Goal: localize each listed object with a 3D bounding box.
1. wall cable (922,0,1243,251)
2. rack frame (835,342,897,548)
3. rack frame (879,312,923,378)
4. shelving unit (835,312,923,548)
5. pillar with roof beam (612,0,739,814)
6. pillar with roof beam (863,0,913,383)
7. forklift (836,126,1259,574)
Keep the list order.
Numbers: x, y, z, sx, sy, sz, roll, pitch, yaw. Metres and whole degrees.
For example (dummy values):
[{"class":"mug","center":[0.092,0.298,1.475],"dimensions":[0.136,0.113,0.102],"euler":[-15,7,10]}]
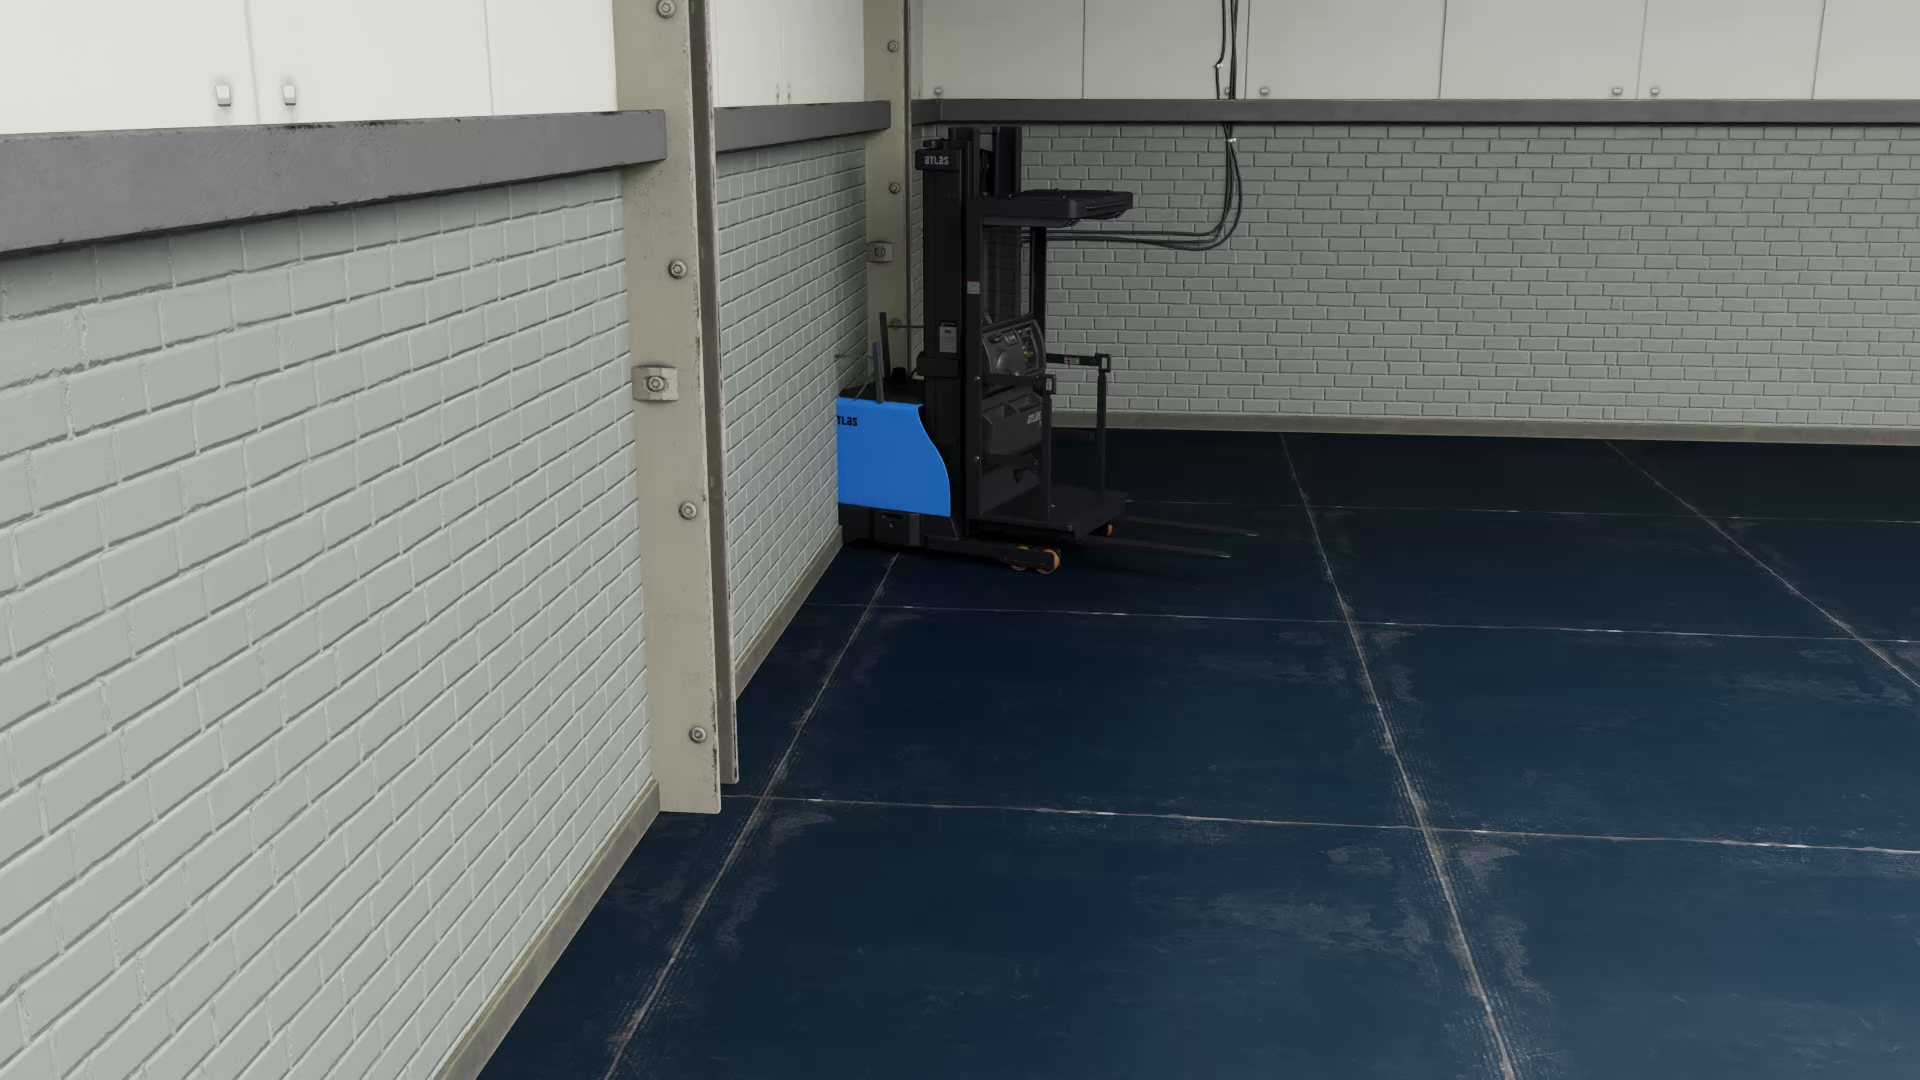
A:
[{"class":"wall cable","center":[1.093,-3.938,15.435],"dimensions":[3.097,2.526,0.112],"euler":[2,15,6]},{"class":"rack frame","center":[-0.741,-0.673,11.827],"dimensions":[0.500,1.500,0.032],"euler":[4,20,24]},{"class":"rack frame","center":[-0.325,-0.991,12.699],"dimensions":[0.500,1.500,0.032],"euler":[4,20,24]},{"class":"shelving unit","center":[-0.533,-0.832,12.263],"dimensions":[0.538,1.500,1.048],"euler":[4,20,24]},{"class":"pillar with roof beam","center":[3.047,-3.029,6.124],"dimensions":[9.100,9.000,0.400],"euler":[2,15,6]},{"class":"pillar with roof beam","center":[3.724,-4.585,11.879],"dimensions":[9.100,9.000,0.400],"euler":[2,15,6]},{"class":"forklift","center":[0.560,-1.342,11.511],"dimensions":[3.031,2.935,1.130],"euler":[7,17,25]}]
